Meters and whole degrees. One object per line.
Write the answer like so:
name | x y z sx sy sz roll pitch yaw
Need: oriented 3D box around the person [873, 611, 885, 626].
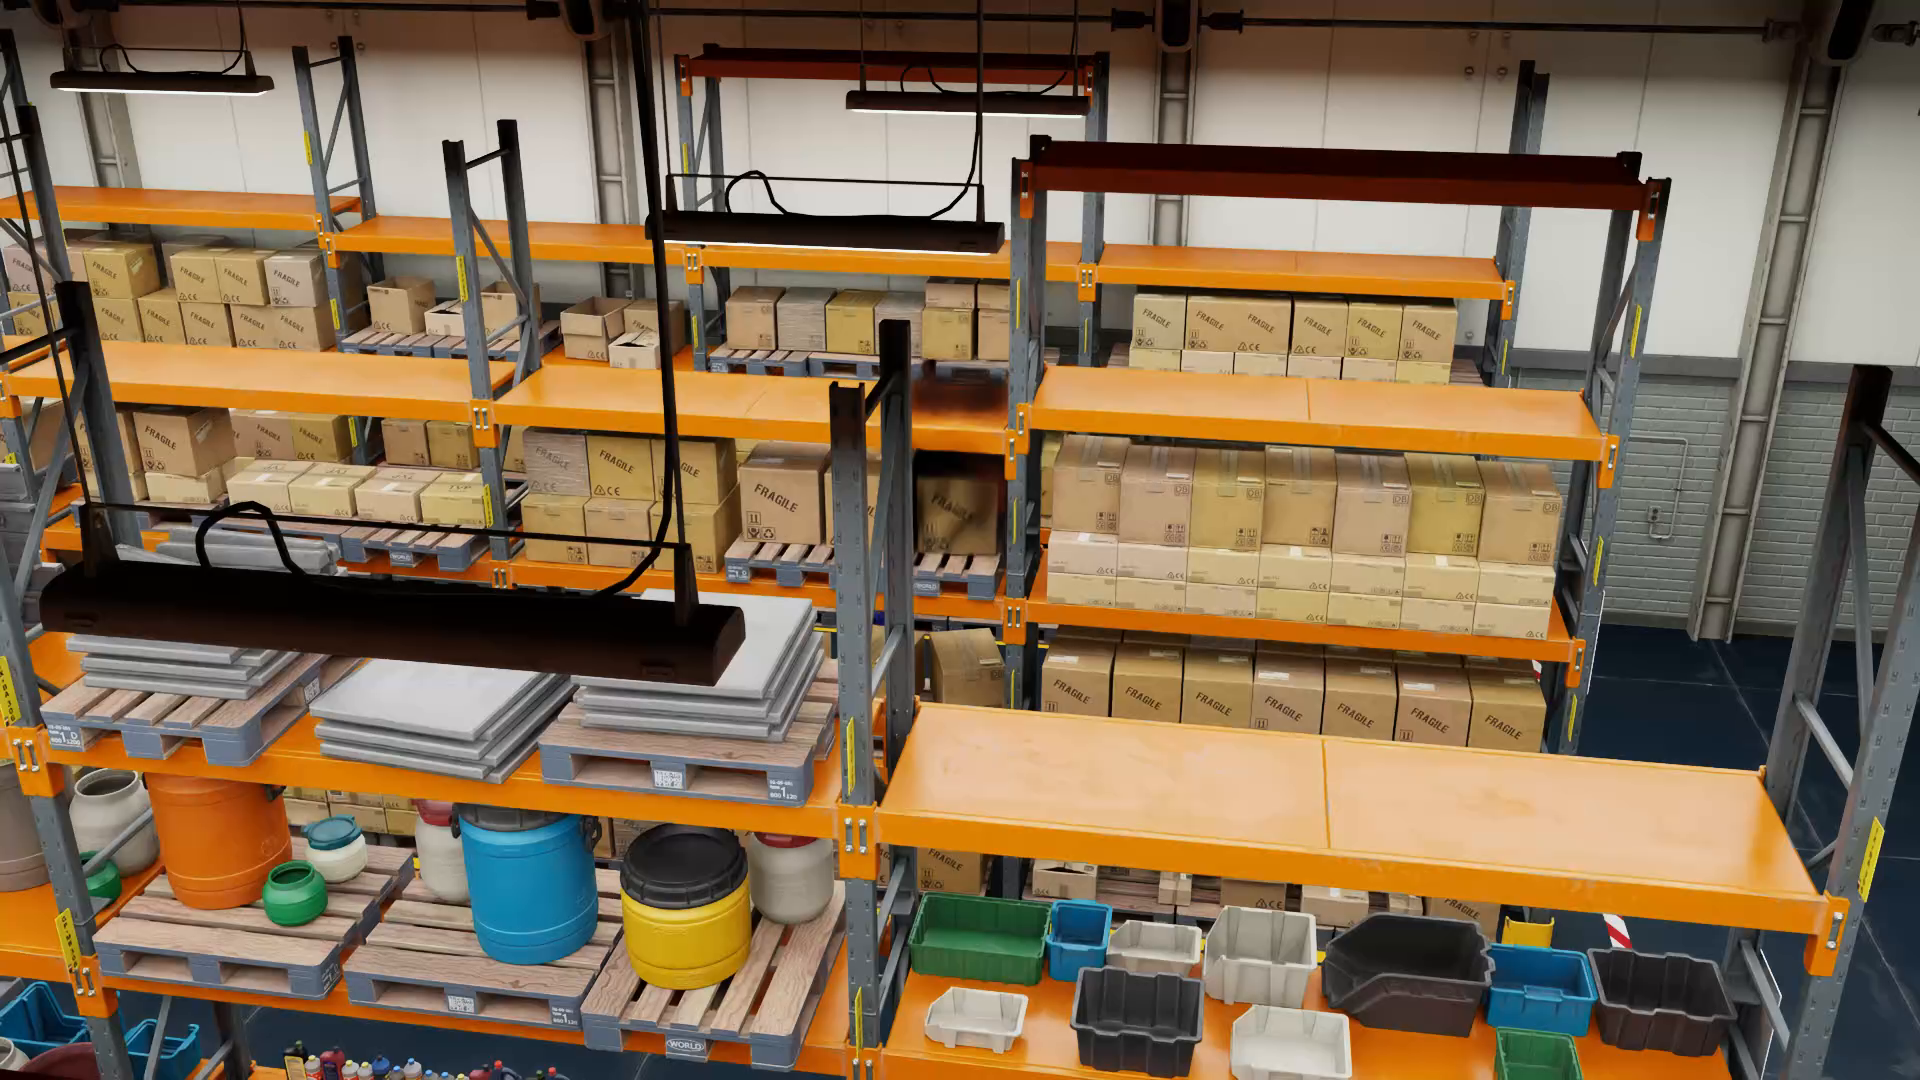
person | -0.773 1.129 15.363 0.620 1.564 0.538 13 26 28
